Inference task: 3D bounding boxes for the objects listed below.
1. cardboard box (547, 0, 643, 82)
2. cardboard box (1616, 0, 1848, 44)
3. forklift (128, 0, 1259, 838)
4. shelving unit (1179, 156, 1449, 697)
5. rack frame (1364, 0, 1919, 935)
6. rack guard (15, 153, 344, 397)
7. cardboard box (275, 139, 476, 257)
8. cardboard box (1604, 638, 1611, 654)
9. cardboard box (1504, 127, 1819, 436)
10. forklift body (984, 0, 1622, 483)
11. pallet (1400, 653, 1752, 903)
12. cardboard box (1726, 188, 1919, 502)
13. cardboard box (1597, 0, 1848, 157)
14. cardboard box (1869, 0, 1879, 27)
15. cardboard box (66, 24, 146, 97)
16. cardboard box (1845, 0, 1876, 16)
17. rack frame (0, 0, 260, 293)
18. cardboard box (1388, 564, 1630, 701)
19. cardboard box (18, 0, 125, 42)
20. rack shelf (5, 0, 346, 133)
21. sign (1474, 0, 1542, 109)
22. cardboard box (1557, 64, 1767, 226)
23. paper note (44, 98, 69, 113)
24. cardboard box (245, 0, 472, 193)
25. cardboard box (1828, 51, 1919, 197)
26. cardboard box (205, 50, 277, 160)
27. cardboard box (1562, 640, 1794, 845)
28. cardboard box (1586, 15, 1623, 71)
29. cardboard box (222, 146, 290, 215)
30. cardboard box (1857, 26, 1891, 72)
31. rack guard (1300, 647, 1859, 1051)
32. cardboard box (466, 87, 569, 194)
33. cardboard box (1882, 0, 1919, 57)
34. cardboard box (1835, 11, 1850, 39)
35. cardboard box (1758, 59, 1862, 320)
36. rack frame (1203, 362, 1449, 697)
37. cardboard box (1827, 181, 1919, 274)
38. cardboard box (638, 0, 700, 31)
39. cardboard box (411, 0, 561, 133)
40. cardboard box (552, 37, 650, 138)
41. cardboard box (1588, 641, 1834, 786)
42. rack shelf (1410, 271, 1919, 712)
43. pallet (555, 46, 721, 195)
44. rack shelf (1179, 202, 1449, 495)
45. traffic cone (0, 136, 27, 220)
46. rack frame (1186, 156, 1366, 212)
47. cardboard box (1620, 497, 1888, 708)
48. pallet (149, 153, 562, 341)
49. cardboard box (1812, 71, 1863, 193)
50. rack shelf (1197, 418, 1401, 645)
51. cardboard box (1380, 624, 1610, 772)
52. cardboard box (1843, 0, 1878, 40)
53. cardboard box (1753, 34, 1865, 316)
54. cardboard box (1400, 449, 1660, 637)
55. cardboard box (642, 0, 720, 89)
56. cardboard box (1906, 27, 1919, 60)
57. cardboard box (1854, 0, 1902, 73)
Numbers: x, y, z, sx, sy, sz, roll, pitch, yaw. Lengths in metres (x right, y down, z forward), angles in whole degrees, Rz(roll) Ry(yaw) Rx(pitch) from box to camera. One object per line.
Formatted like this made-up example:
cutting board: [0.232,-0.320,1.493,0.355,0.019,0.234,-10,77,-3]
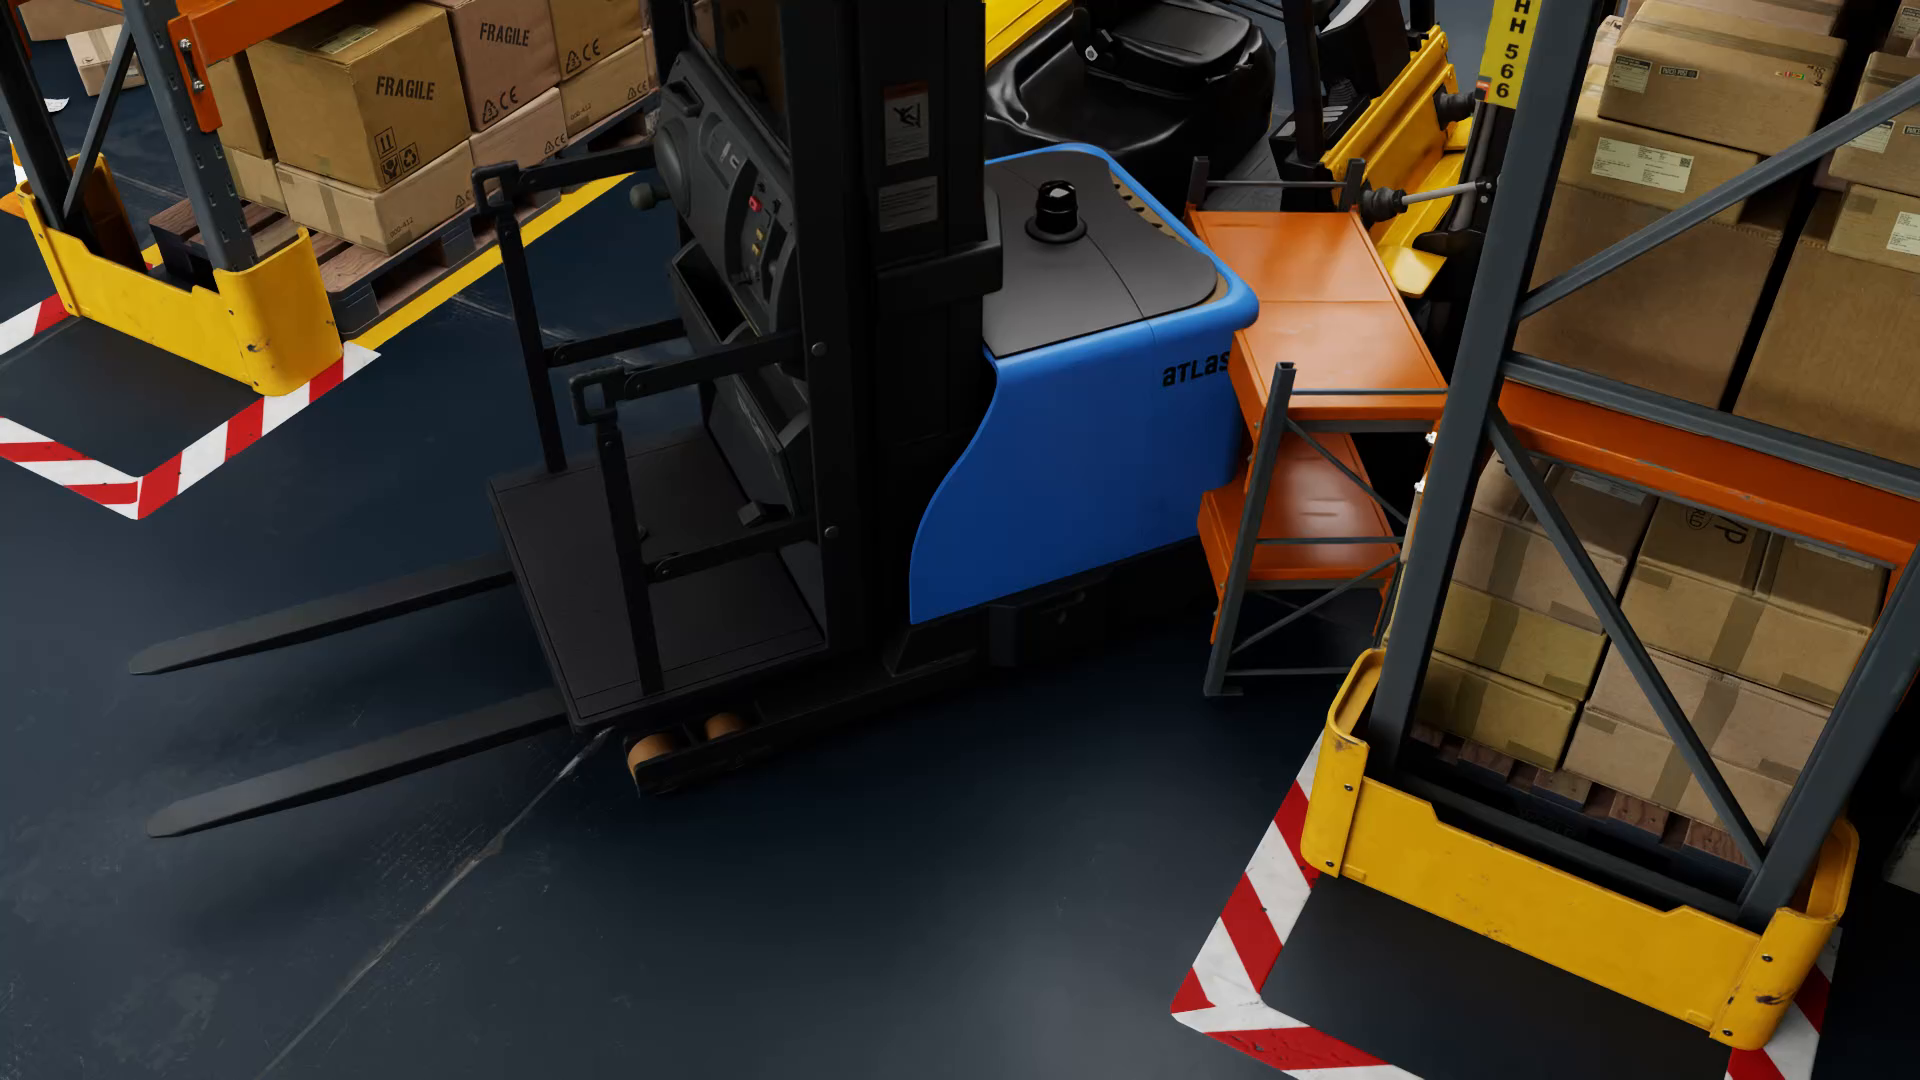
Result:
cardboard box: [-1.663,-2.235,6.714,0.500,0.500,0.500,22,46,23]
cardboard box: [1.559,-1.038,3.368,0.380,0.149,0.250,21,46,22]
forklift: [-0.754,-0.818,3.961,3.031,2.935,1.130,-17,44,-18]
shelving unit: [0.928,-0.330,4.743,0.538,1.125,1.048,-1,41,-6]
rack frame: [1.466,-0.220,3.230,1.000,3.000,0.127,21,45,22]
rack guard: [-2.795,-0.964,5.967,1.175,0.500,0.348,21,45,22]
cardboard box: [-2.190,-1.355,6.282,0.500,0.250,0.500,21,45,22]
cardboard box: [1.685,0.000,4.743,0.500,0.250,0.500,21,45,22]
cardboard box: [1.485,-0.626,3.615,0.500,0.500,0.500,20,45,21]
forklift body: [0.835,-1.589,5.427,2.313,2.155,1.214,21,45,22]
pallet: [1.812,0.375,4.664,1.003,0.211,1.213,21,45,22]
cardboard box: [1.954,-0.449,3.414,0.500,0.500,0.500,22,46,23]
cardboard box: [1.463,-0.887,3.196,0.380,0.149,0.250,21,46,22]
cardboard box: [2.521,-1.785,4.931,0.500,0.500,0.500,20,45,22]
cardboard box: [-3.927,-2.207,7.643,0.250,0.149,0.380,-21,45,-22]
cardboard box: [1.856,-1.315,3.682,0.380,0.149,0.250,21,46,22]
rack frame: [-2.833,-1.859,5.091,1.000,3.000,0.127,21,45,22]
cardboard box: [1.439,0.085,4.268,0.500,0.250,0.500,20,45,22]
cardboard box: [-4.146,-2.765,8.008,0.797,0.503,0.637,-7,42,-7]
rack shelf: [-1.833,-2.733,6.629,1.077,0.370,4.000,21,45,22]
sign: [1.003,-0.930,2.982,0.100,0.325,0.005,21,45,22]
cardboard box: [1.397,-0.792,3.313,0.380,0.149,0.250,22,46,23]
paper note: [-4.084,-1.944,7.434,0.148,0.019,0.142,7,42,8]
cardboard box: [-2.179,-1.650,6.049,0.500,0.500,0.500,19,45,21]
cardboard box: [1.819,-0.734,3.022,0.380,0.149,0.250,20,45,21]
cardboard box: [-2.658,-1.811,6.232,0.500,0.500,0.500,21,46,22]
cardboard box: [1.881,0.438,4.245,0.500,0.250,0.500,21,46,22]
cardboard box: [1.499,-0.948,3.490,0.380,0.149,0.250,22,46,23]
cardboard box: [-2.650,-1.550,6.503,0.500,0.250,0.500,21,45,22]
cardboard box: [2.061,-0.914,3.452,0.380,0.149,0.250,20,45,21]
rack guard: [1.454,0.732,4.040,1.175,0.500,0.348,21,45,22]
cardboard box: [-1.928,-1.644,6.610,0.500,0.250,0.500,23,46,24]
cardboard box: [2.099,-1.028,3.356,0.380,0.149,0.250,22,46,23]
cardboard box: [1.816,-1.214,3.792,0.380,0.149,0.250,21,45,22]
cardboard box: [2.196,-0.754,3.761,0.500,0.500,0.500,22,46,23]
rack frame: [0.973,0.004,4.363,0.500,1.125,0.032,-1,41,-6]
cardboard box: [1.860,-0.609,3.105,0.380,0.149,0.250,20,45,21]
cardboard box: [-1.403,-2.544,7.064,0.500,0.500,0.500,23,46,24]
cardboard box: [-1.921,-1.951,6.391,0.500,0.500,0.500,19,45,21]
cardboard box: [-1.666,-1.961,6.970,0.500,0.250,0.500,24,47,25]
cardboard box: [1.881,0.267,4.062,0.500,0.250,0.500,22,46,23]
rack shelf: [2.467,-1.094,4.767,1.077,0.370,4.000,21,45,22]
pallet: [-1.747,-2.005,7.367,1.003,0.211,1.213,21,45,22]
rack shelf: [0.945,-0.550,4.552,0.538,0.278,1.000,-1,41,-6]
traffic cone: [-3.735,-1.580,6.694,0.336,0.463,0.334,21,45,22]
rack frame: [0.882,-0.664,5.124,0.500,1.125,0.032,-1,41,-6]
cardboard box: [1.870,0.067,3.910,0.500,0.250,0.500,20,45,21]
pallet: [-2.358,-1.309,6.577,1.003,0.211,1.213,21,45,22]
cardboard box: [1.929,-0.771,3.290,0.380,0.149,0.250,21,45,22]
rack shelf: [0.913,-0.146,4.903,0.538,0.278,1.000,-1,41,-6]
cardboard box: [1.428,0.281,4.424,0.500,0.250,0.500,21,46,22]
cardboard box: [2.009,-1.213,4.282,0.500,0.500,0.500,20,45,21]
cardboard box: [1.753,-0.919,3.949,0.500,0.500,0.500,22,46,23]
cardboard box: [1.426,-0.087,4.086,0.500,0.250,0.500,22,46,23]
cardboard box: [-1.411,-2.249,7.297,0.500,0.250,0.500,22,46,23]
cardboard box: [2.006,-0.865,3.171,0.380,0.149,0.250,22,46,23]
cardboard box: [2.444,-1.043,4.090,0.500,0.500,0.500,20,45,22]
